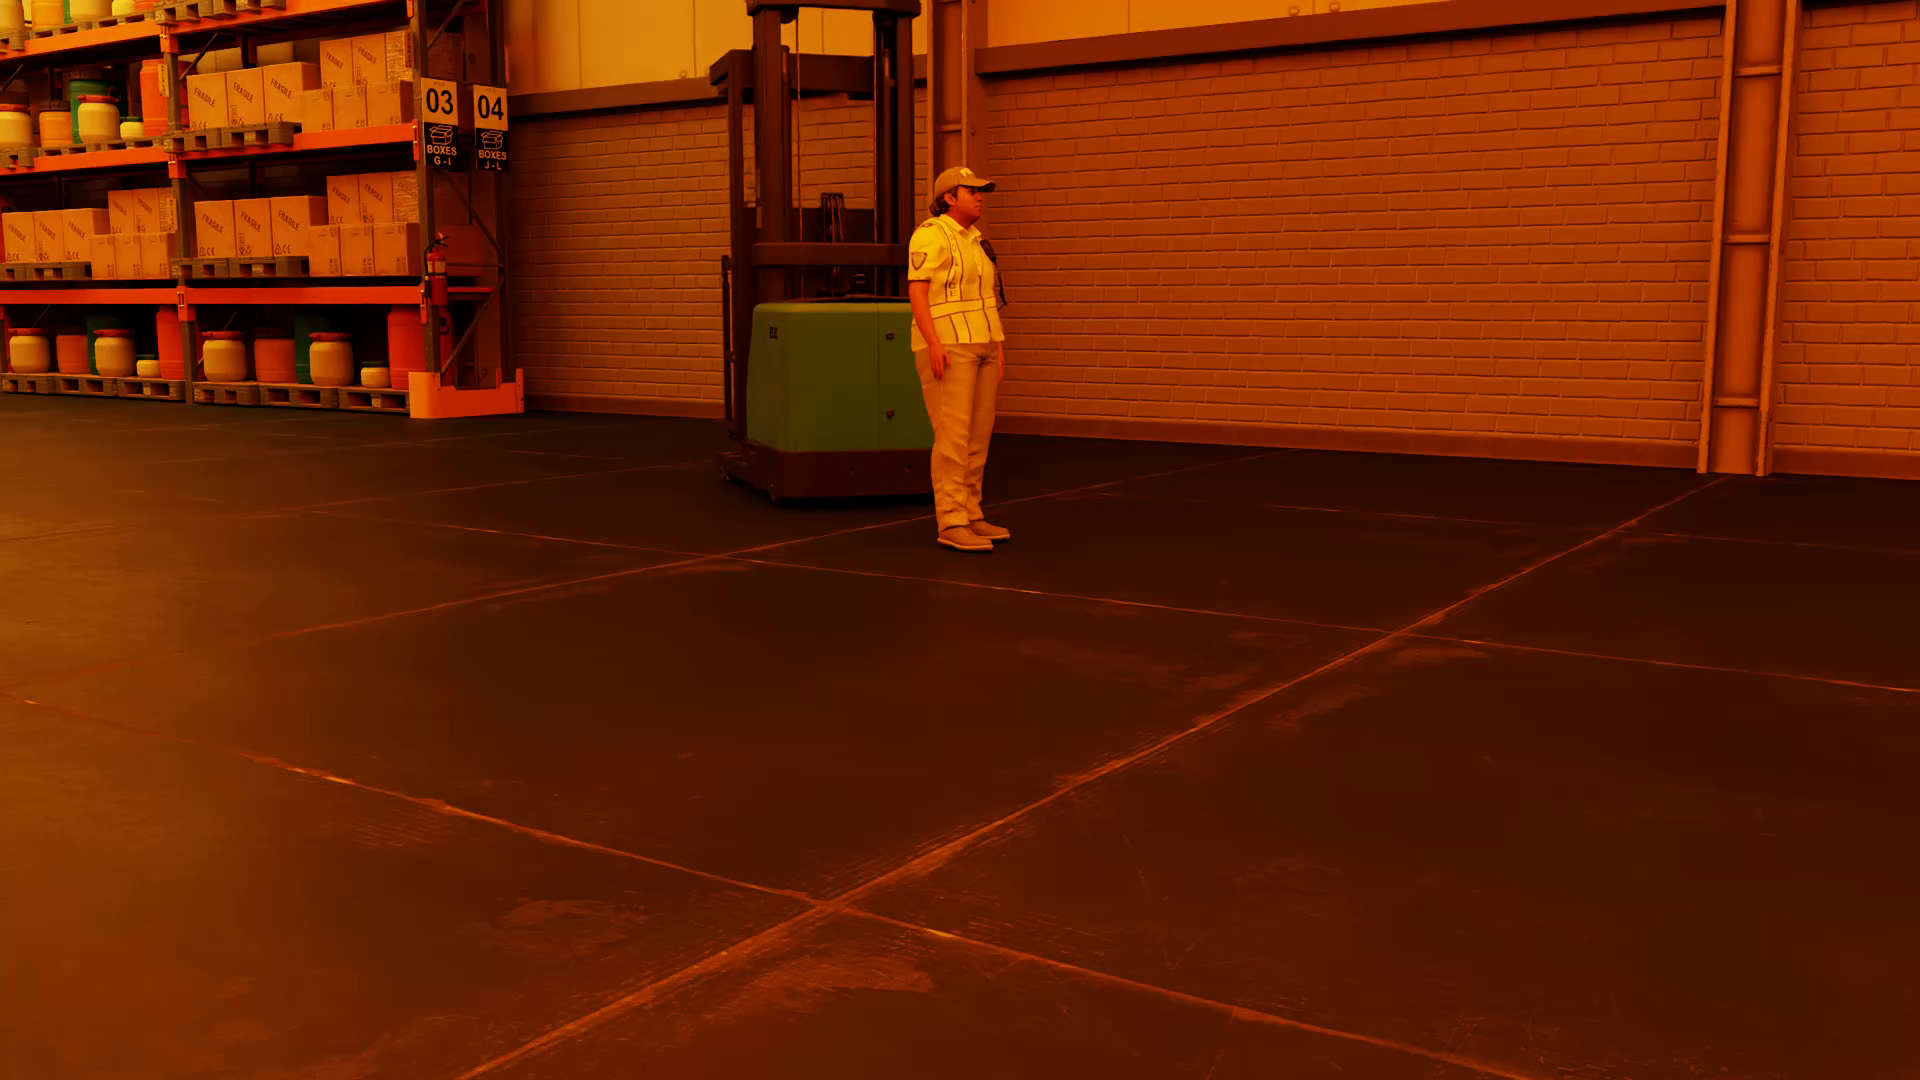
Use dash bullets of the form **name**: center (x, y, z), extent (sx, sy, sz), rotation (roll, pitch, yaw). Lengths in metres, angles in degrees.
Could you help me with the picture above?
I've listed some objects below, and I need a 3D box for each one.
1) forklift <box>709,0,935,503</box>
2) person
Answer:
- **forklift**: center (-0.875, -1.819, 9.983), extent (1.130, 2.935, 3.031), rotation (-3, 8, -17)
- **person**: center (0.051, -0.823, 7.424), extent (0.529, 1.670, 0.598), rotation (5, 10, 34)
